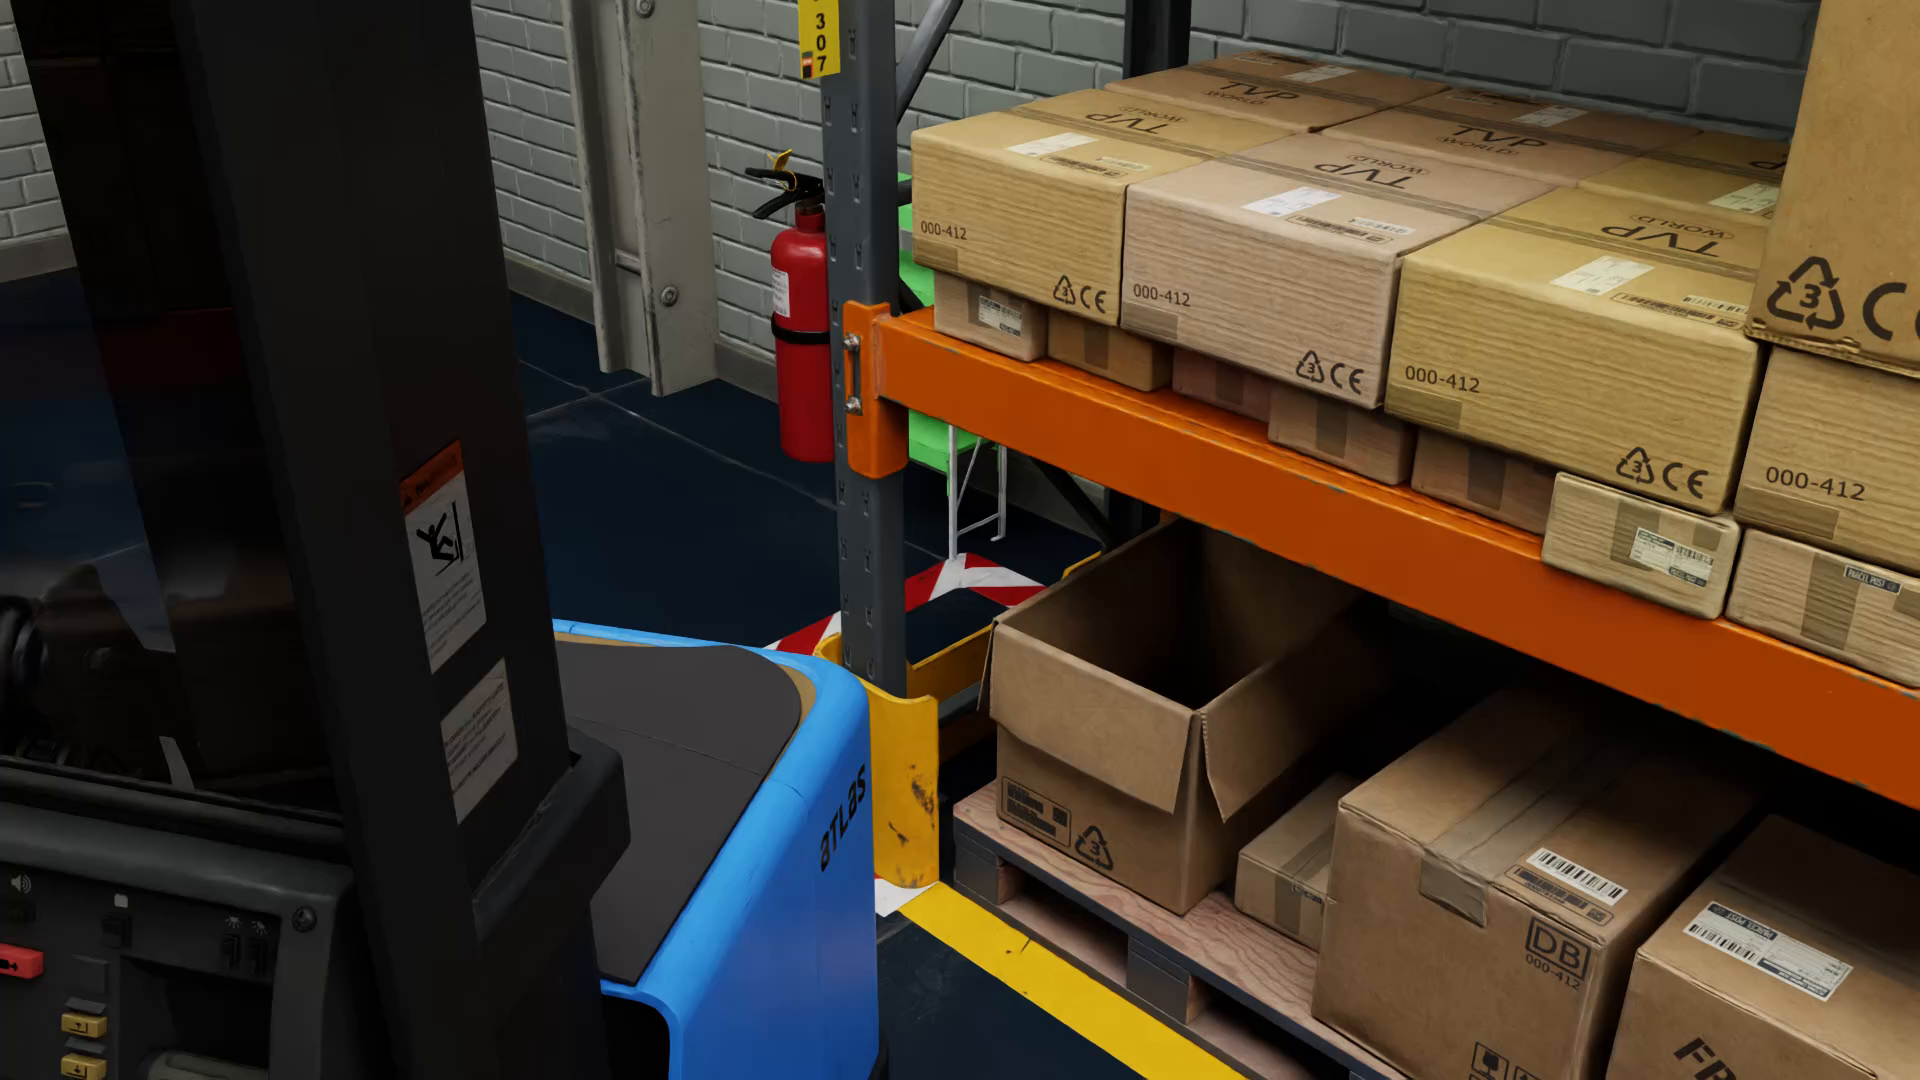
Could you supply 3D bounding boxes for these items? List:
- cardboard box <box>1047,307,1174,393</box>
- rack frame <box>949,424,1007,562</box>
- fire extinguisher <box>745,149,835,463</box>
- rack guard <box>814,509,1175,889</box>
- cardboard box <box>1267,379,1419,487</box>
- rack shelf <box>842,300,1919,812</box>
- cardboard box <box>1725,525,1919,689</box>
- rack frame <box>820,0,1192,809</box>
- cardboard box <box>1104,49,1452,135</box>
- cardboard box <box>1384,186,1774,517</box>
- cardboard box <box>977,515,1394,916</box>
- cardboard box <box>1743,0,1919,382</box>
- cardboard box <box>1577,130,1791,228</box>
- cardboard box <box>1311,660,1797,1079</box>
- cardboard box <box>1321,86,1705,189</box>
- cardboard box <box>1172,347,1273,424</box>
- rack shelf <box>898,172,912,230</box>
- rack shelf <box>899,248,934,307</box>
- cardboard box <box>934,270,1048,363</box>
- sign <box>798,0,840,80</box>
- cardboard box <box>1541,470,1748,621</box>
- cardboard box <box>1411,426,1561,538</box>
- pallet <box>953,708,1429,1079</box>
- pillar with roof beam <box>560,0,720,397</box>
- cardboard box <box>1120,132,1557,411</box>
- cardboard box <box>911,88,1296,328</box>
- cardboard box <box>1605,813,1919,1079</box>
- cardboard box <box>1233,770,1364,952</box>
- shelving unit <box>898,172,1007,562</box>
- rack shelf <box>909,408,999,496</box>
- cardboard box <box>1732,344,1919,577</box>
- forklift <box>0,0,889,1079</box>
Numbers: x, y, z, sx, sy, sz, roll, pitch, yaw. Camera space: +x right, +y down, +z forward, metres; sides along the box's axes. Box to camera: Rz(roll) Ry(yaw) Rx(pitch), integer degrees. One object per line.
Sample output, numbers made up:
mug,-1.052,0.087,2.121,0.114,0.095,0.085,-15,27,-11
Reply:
cardboard box,0.381,-0.425,3.105,0.380,0.149,0.250,-24,36,-38
rack frame,0.056,-0.506,4.922,0.015,1.200,0.240,25,36,38
fire extinguisher,-0.304,-0.498,3.457,0.183,0.674,0.296,25,36,38
rack guard,0.179,0.329,4.087,0.348,0.500,1.175,25,36,38
cardboard box,0.730,-0.248,2.769,0.380,0.149,0.250,-24,36,-38
rack shelf,1.551,0.169,2.479,4.000,0.370,1.077,25,36,38
cardboard box,1.253,0.023,2.253,0.380,0.149,0.250,-24,36,-38
rack frame,0.125,-0.802,3.553,0.127,3.000,1.000,25,36,38
cardboard box,0.639,-0.805,3.400,0.500,0.250,0.500,-24,36,-38
cardboard box,0.983,-0.301,2.442,0.500,0.250,0.500,24,36,37
cardboard box,0.495,0.348,3.597,0.637,0.503,0.797,23,35,37
cardboard box,1.330,-0.473,1.962,0.500,0.500,0.500,-24,36,-38
cardboard box,1.356,-0.474,2.769,0.500,0.250,0.500,-24,36,-38
cardboard box,1.077,0.641,3.042,0.700,0.500,0.500,-24,36,-37
cardboard box,1.006,-0.637,3.080,0.500,0.250,0.500,25,36,39
cardboard box,0.593,-0.351,2.964,0.250,0.149,0.380,24,36,38
rack shelf,-0.118,-0.953,4.880,0.480,0.148,0.258,25,36,38
rack shelf,-0.118,-0.741,4.992,0.480,0.148,0.258,25,36,38
cardboard box,0.167,-0.493,3.234,0.250,0.149,0.380,24,36,38
sign,-0.255,-1.005,3.009,0.005,0.325,0.100,25,36,38
cardboard box,1.051,-0.056,2.403,0.250,0.149,0.380,23,36,37
cardboard box,0.924,-0.163,2.607,0.380,0.149,0.250,-25,36,-38
pallet,0.749,0.717,3.660,1.213,0.211,1.003,25,36,38
pillar with roof beam,-4.184,-3.208,1.681,0.400,9.000,9.100,25,36,38
cardboard box,0.620,-0.466,2.754,0.500,0.250,0.500,-25,37,-39
cardboard box,0.260,-0.630,3.067,0.500,0.250,0.500,25,37,39
cardboard box,1.384,0.847,2.651,0.500,0.500,0.500,-24,36,-38
cardboard box,0.771,0.656,3.391,0.250,0.149,0.380,23,35,37
shelving unit,-0.118,-0.585,5.074,0.503,1.200,0.258,25,36,38
rack shelf,-0.118,-0.316,5.215,0.480,0.148,0.258,25,36,38
cardboard box,1.363,-0.142,2.138,0.500,0.250,0.500,23,36,37
forklift,-0.999,0.445,1.254,1.130,2.935,3.031,7,29,13
